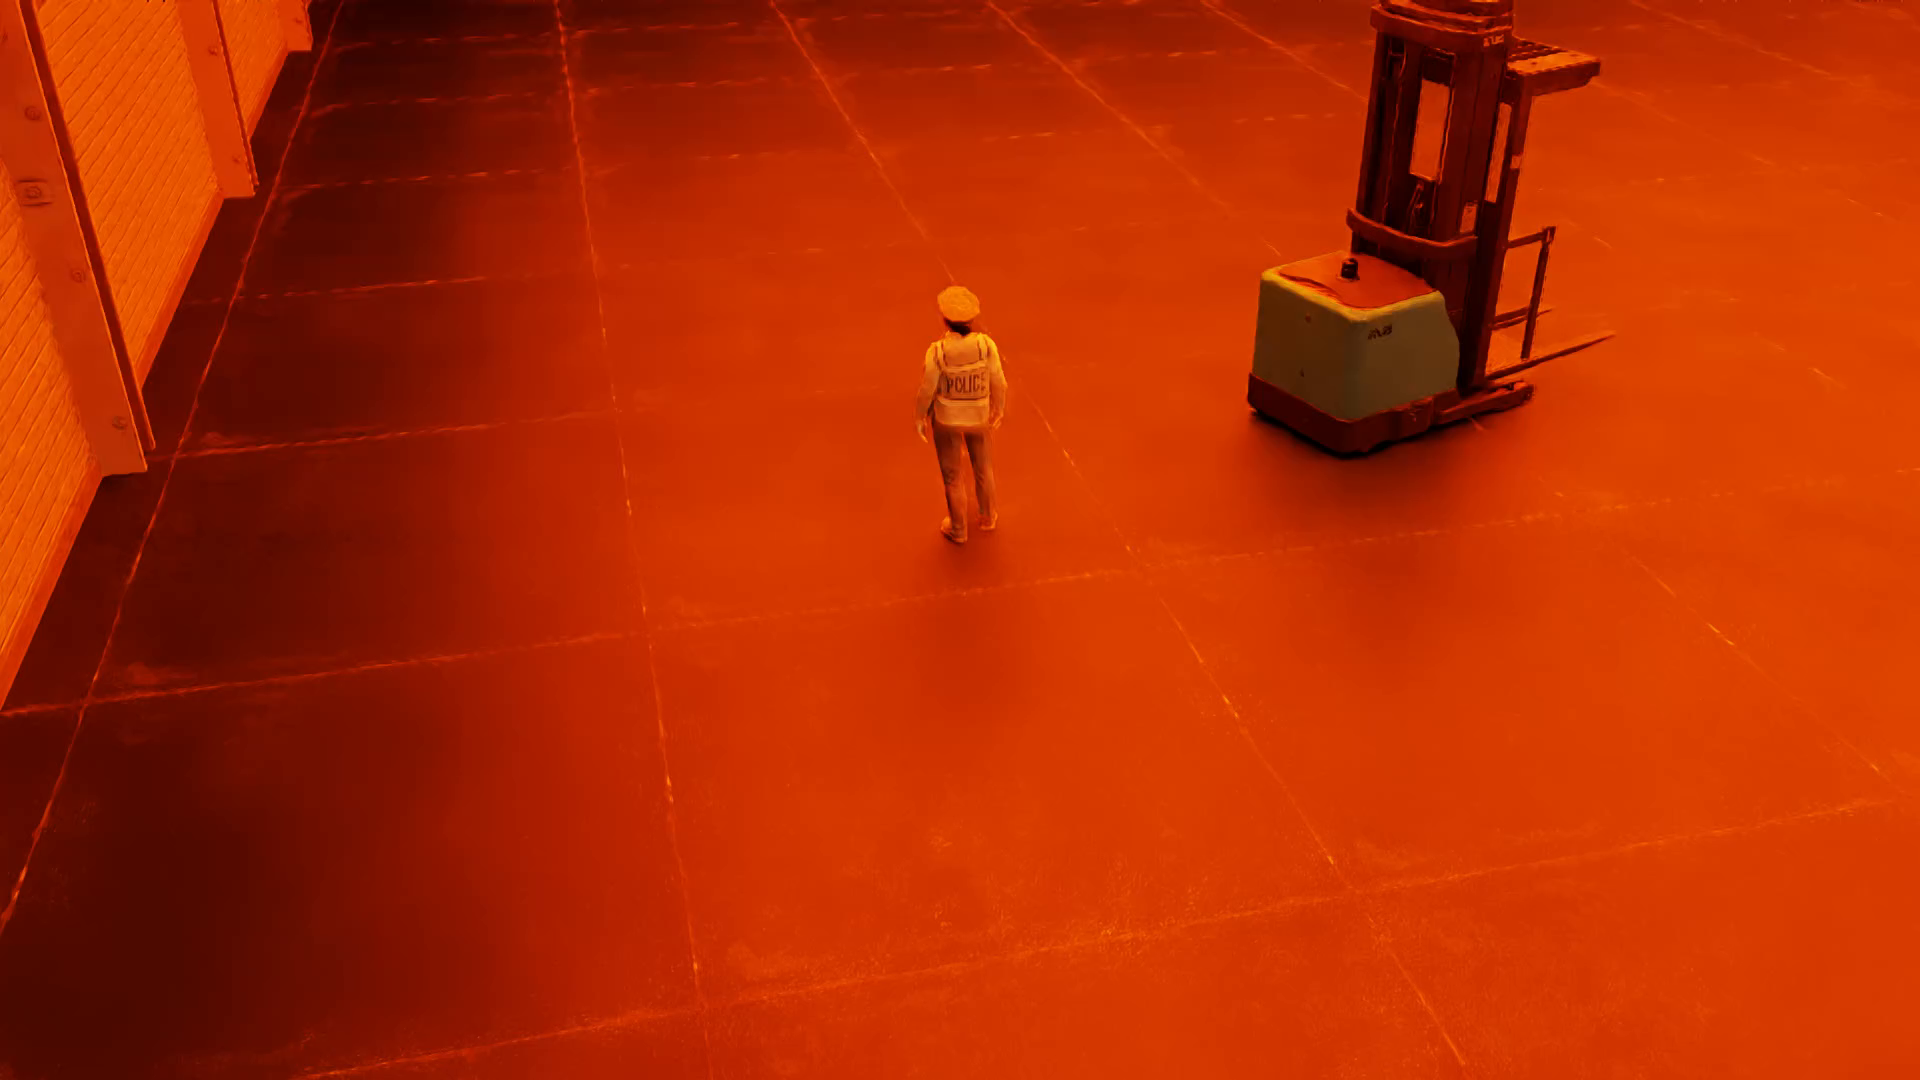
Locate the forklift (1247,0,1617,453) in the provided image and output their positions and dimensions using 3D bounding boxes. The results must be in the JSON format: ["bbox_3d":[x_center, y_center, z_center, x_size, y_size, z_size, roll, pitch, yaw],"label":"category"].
[{"bbox_3d":[3.608,-2.415,11.746,3.031,2.935,1.130,-18,34,-27],"label":"forklift"}]

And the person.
[{"bbox_3d":[-0.009,-0.774,10.130,0.586,1.695,0.532,-7,31,-12],"label":"person"}]
